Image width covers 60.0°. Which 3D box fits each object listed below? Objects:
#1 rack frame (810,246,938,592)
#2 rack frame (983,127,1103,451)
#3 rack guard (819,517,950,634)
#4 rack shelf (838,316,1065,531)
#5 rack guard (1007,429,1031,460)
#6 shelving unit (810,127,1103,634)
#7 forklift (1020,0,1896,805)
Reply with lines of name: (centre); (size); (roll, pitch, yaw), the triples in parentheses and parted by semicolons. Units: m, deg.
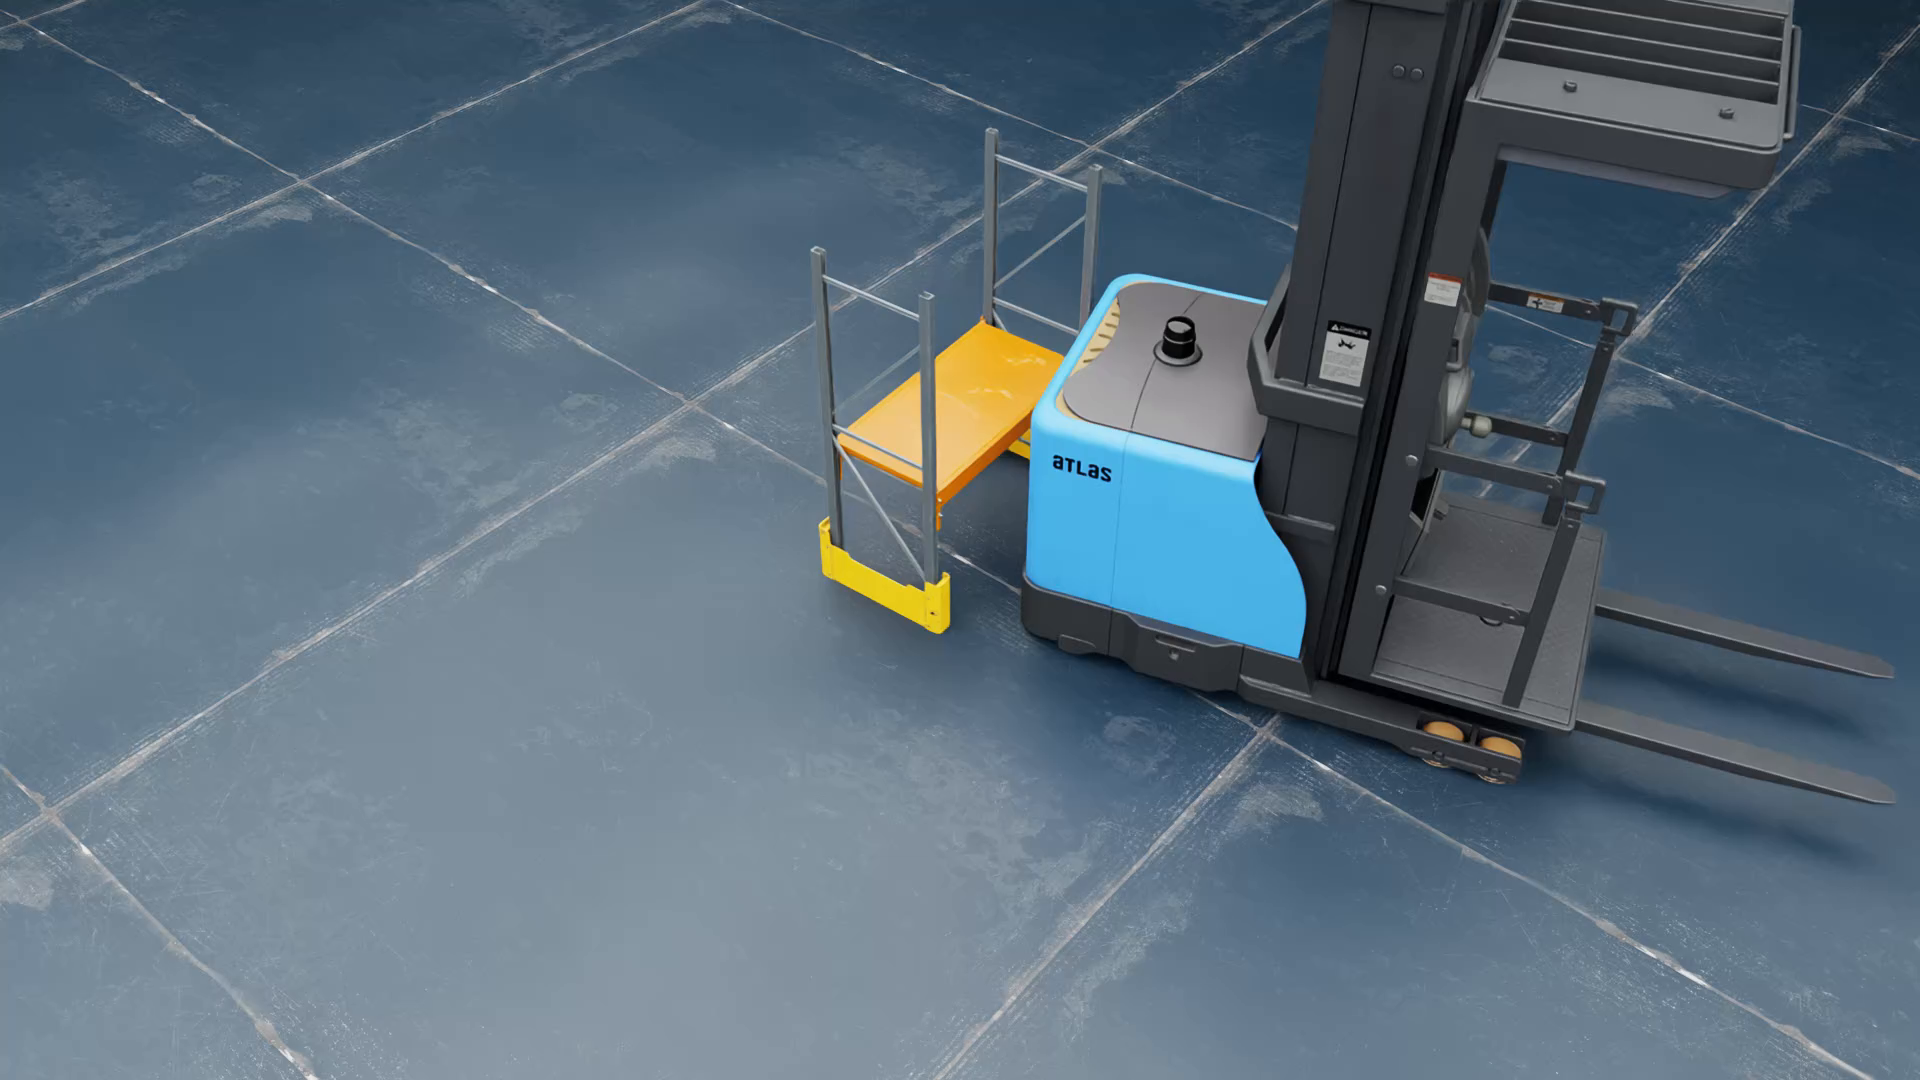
rack frame: (-0.293, -0.329, 5.997); (0.500, 1.500, 0.032); (26, 48, 26)
rack frame: (0.305, -0.882, 6.605); (0.500, 1.500, 0.032); (26, 48, 26)
rack guard: (-0.293, 0.133, 6.418); (0.587, 0.250, 0.087); (26, 48, 26)
rack shelf: (0.006, -0.473, 6.422); (0.538, 0.185, 1.000); (26, 48, 26)
rack guard: (0.294, -0.409, 7.014); (0.587, 0.250, 0.087); (26, 48, 26)
shelving unit: (0.001, -0.601, 6.296); (0.587, 1.500, 1.083); (26, 48, 26)
forklift: (1.798, -0.642, 5.277); (3.031, 2.935, 1.130); (15, 44, 16)
